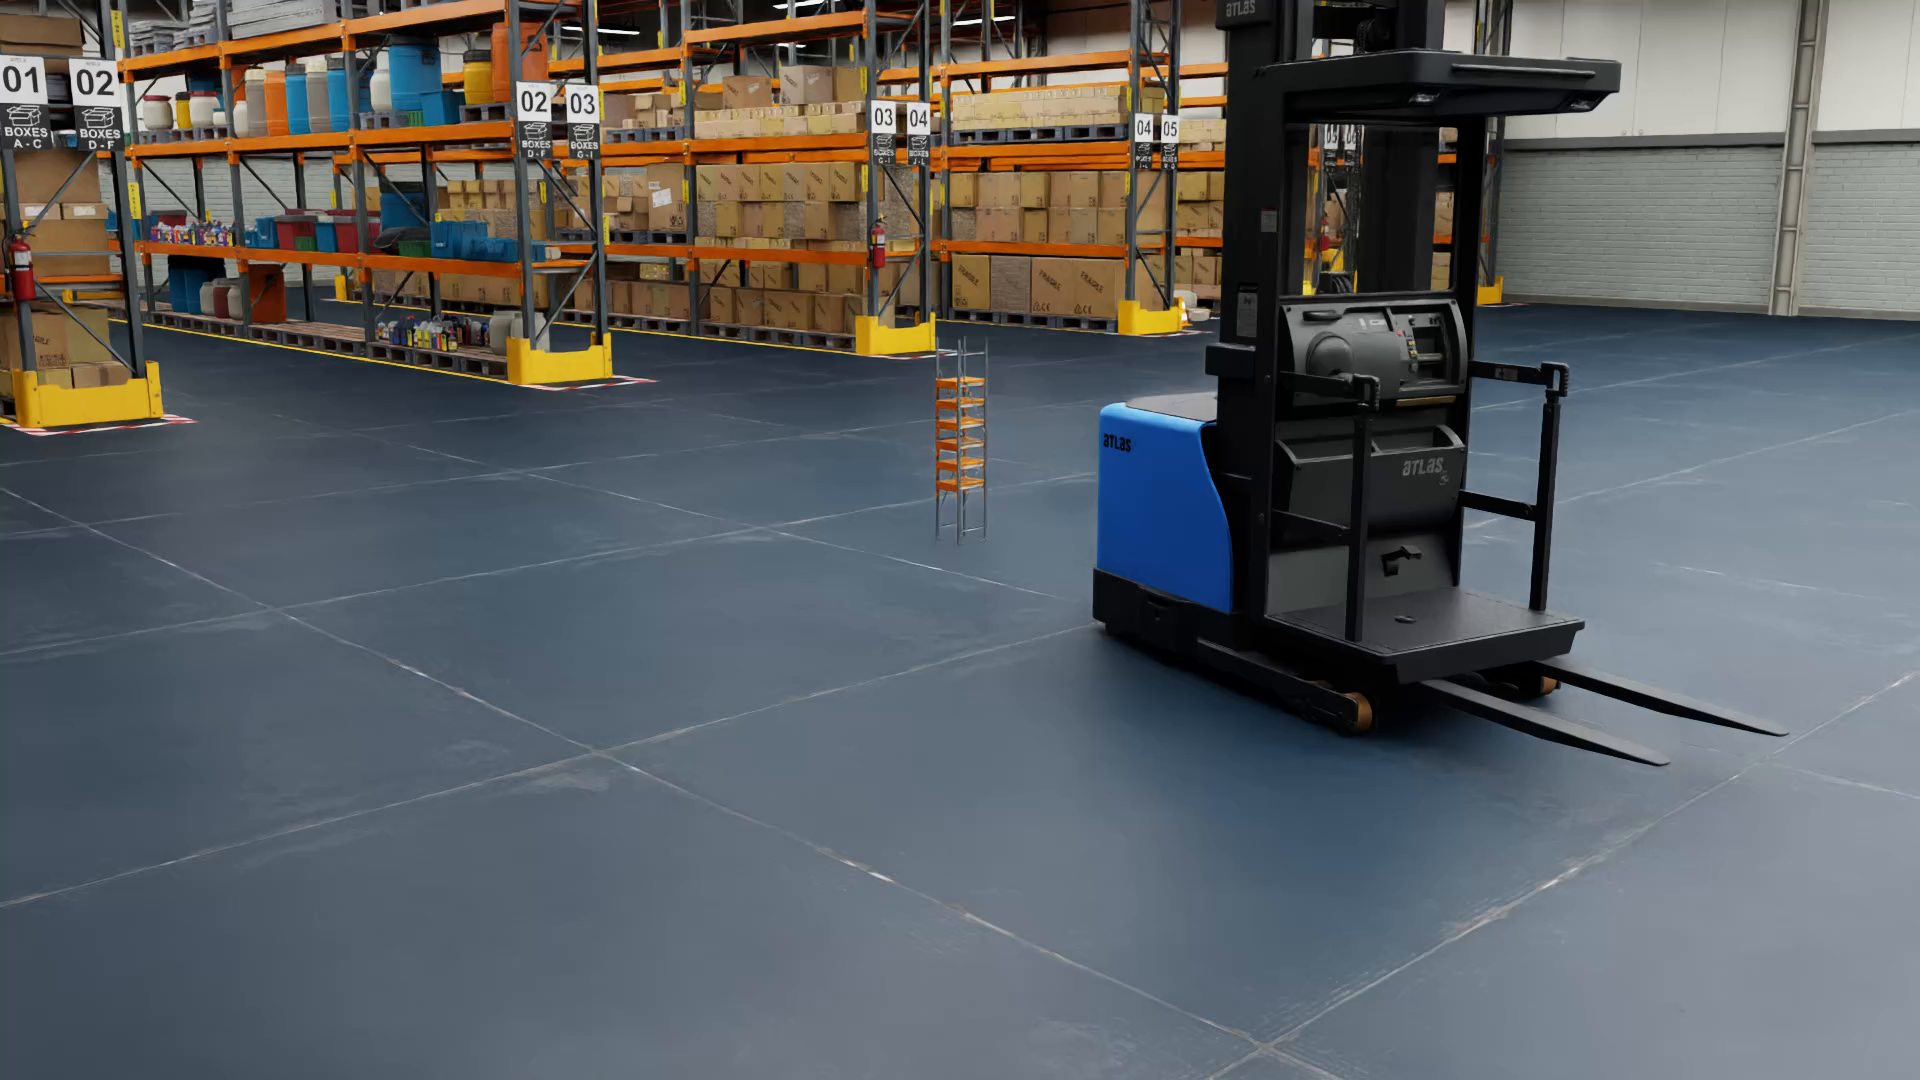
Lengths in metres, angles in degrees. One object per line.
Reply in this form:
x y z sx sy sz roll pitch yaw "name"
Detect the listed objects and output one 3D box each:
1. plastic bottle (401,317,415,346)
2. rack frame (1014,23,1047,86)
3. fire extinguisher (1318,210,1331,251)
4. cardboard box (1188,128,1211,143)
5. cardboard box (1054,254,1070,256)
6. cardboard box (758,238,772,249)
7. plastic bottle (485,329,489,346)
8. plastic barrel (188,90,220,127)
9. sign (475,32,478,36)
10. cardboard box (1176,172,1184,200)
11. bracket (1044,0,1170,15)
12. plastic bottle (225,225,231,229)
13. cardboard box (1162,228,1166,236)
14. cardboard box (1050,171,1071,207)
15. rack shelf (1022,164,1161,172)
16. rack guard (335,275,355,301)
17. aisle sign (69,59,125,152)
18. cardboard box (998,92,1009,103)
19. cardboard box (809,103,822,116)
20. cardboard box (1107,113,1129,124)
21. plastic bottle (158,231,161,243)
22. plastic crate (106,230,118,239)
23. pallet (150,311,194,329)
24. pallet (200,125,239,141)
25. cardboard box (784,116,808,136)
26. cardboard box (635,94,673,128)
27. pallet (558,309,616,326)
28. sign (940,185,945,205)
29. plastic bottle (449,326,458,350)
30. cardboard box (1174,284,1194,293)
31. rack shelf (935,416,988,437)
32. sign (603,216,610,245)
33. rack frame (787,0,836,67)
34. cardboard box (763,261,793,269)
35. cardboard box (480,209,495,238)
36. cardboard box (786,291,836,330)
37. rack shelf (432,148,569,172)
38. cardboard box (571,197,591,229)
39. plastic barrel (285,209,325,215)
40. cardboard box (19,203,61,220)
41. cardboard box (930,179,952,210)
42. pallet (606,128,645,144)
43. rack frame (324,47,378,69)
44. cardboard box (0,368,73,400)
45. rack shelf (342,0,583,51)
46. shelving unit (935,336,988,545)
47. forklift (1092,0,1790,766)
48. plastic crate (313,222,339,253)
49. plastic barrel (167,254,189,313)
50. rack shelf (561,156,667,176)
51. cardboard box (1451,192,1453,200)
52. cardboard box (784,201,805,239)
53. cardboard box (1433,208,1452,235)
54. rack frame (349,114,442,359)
-6.750 -2.554 20.350 0.185 0.351 0.144 11 16 43 "plastic bottle"
1.675 -10.709 39.588 1.000 3.000 0.127 -11 16 -43 "rack frame"
6.120 -5.208 27.948 0.296 0.674 0.183 -11 16 -43 "fire extinguisher"
4.417 -7.201 29.629 0.500 0.250 0.500 -11 16 -42 "cardboard box"
2.562 -6.500 39.181 0.500 0.500 0.500 11 16 43 "cardboard box"
-2.579 -4.116 23.080 0.380 0.149 0.250 -11 16 -43 "cardboard box"
-5.776 -2.488 20.397 0.097 0.201 0.097 0 12 0 "plastic bottle"
-11.233 -6.402 24.742 0.433 0.535 0.433 0 12 0 "plastic barrel"
-8.696 -9.209 29.798 0.100 0.325 0.005 -11 16 -43 "sign"
4.096 -6.423 30.190 0.700 0.500 0.500 -11 16 -42 "cardboard box"
3.667 -12.210 37.956 0.076 0.066 4.783 -11 16 -43 "bracket"
-11.463 -4.787 26.021 0.152 0.276 0.135 -11 16 -43 "plastic bottle"
3.810 -5.667 30.608 0.380 0.149 0.250 -10 15 -41 "cardboard box"
1.901 -5.452 25.894 0.875 0.550 0.550 -11 16 -43 "cardboard box"
3.056 -8.595 38.547 1.077 0.370 4.000 -11 16 -43 "rack shelf"
-11.859 -5.060 33.233 1.175 0.500 0.348 -11 16 -43 "rack guard"
-7.694 -3.872 14.831 0.394 0.787 0.004 -11 16 -43 "aisle sign"
0.813 -6.948 26.128 0.380 0.149 0.250 -11 16 -42 "cardboard box"
-1.764 -5.646 21.833 0.380 0.149 0.250 -11 16 -42 "cardboard box"
2.389 -6.224 24.590 0.380 0.149 0.250 -11 16 -43 "cardboard box"
-12.533 -4.763 26.088 0.097 0.201 0.097 0 12 0 "plastic bottle"
-14.082 -5.119 27.831 0.293 0.136 0.466 -11 16 -43 "plastic crate"
-12.160 -3.523 26.487 1.003 0.211 1.213 -11 16 -43 "pallet"
-10.357 -5.925 24.271 1.003 0.211 1.213 -11 16 -43 "pallet"
-2.004 -5.525 22.233 0.500 0.250 0.500 -10 16 -41 "cardboard box"
-4.460 -6.475 25.175 0.797 0.503 0.637 -10 15 -40 "cardboard box"
-5.779 -3.633 27.024 1.003 0.211 1.213 -11 16 -43 "pallet"
-0.284 -5.657 27.264 0.100 0.325 0.005 -11 16 -43 "sign"
-6.038 -2.403 19.784 0.061 0.283 0.133 -11 16 -43 "plastic bottle"
4.201 -4.569 30.430 0.500 0.250 0.500 -10 15 -39 "cardboard box"
0.010 -0.660 9.765 0.258 0.103 0.180 -11 16 -43 "rack shelf"
-3.974 -3.467 18.621 0.100 0.325 0.005 -11 16 -43 "sign"
-2.661 -8.728 29.975 1.000 3.000 0.127 -11 16 -43 "rack frame"
-3.323 -5.202 31.022 0.500 0.250 0.500 11 16 44 "cardboard box"
-7.889 -5.423 28.553 0.500 0.500 0.500 -10 16 -41 "cardboard box"
-2.068 -3.197 23.150 0.500 0.500 0.500 -9 15 -37 "cardboard box"
-7.699 -6.522 28.484 1.077 0.370 4.000 -11 16 -43 "rack shelf"
-5.916 -5.295 26.889 0.500 0.500 0.500 9 15 38 "cardboard box"
-9.360 -4.464 23.809 0.600 0.536 0.708 -11 16 -43 "plastic barrel"
-8.362 -2.962 14.999 0.380 0.149 0.250 -11 16 -43 "cardboard box"
-0.245 -5.816 27.983 0.700 0.500 0.500 -11 16 -44 "cardboard box"
-4.623 -6.163 25.422 1.213 0.211 1.003 -11 16 -43 "pallet"
-11.842 -9.219 32.359 1.000 3.000 0.127 -11 16 -43 "rack frame"
-8.544 -1.462 15.347 0.500 0.250 0.500 -11 16 -43 "cardboard box"
-5.756 -5.938 19.204 1.077 0.370 4.000 -11 16 -43 "rack shelf"
0.010 -0.586 9.780 0.258 1.200 0.189 -11 16 -43 "shelving unit"
1.784 -0.797 6.519 1.130 2.935 3.031 -6 13 -29 "forklift"
-8.124 -3.949 21.686 0.392 0.384 0.575 -11 16 -43 "plastic crate"
-12.299 -4.103 26.553 0.600 0.901 0.708 -11 16 -43 "plastic barrel"
-6.804 -7.782 34.600 1.077 0.370 4.000 -11 16 -43 "rack shelf"
9.562 -6.554 31.699 0.380 0.149 0.250 -11 16 -42 "cardboard box"
-1.899 -4.360 22.655 0.875 0.500 0.500 -11 16 -43 "cardboard box"
9.432 -6.103 31.854 0.500 0.500 0.500 -11 16 -44 "cardboard box"
-7.138 -3.839 21.113 1.000 3.000 0.127 -11 16 -43 "rack frame"
